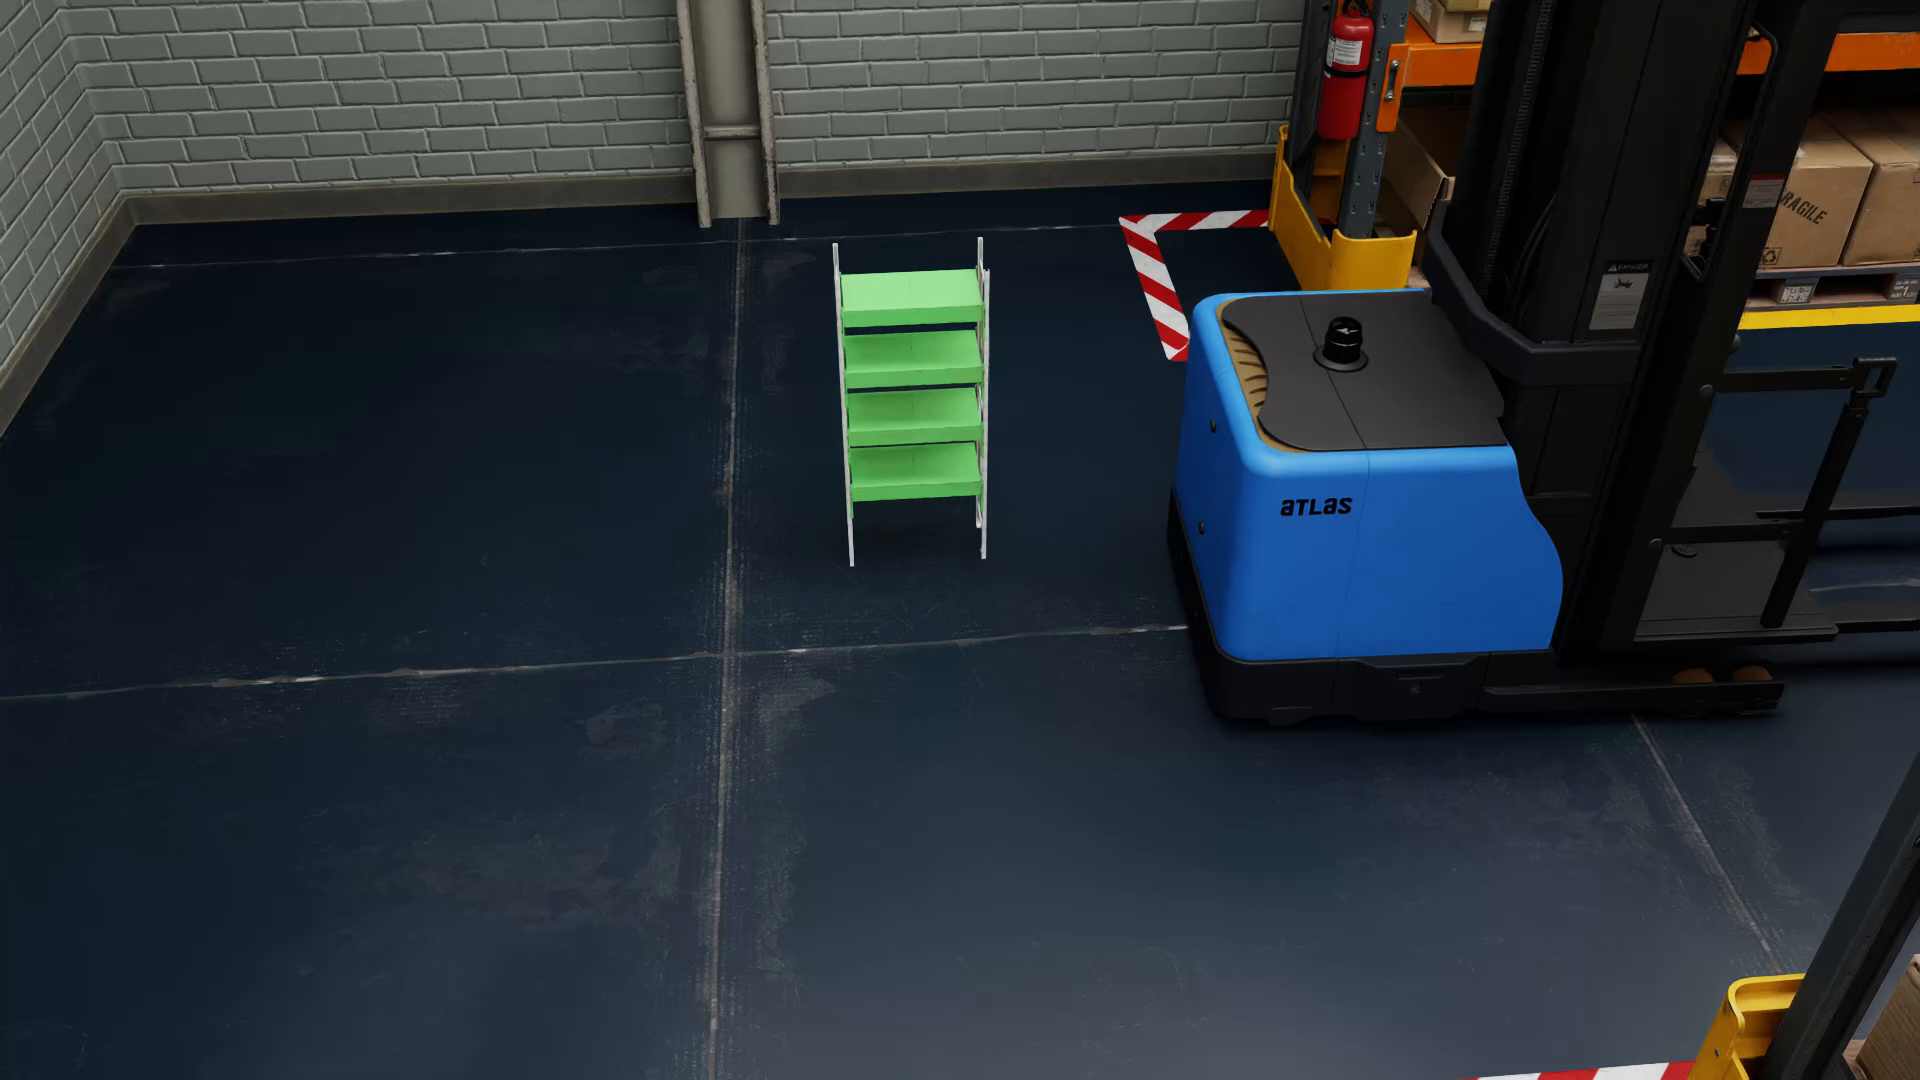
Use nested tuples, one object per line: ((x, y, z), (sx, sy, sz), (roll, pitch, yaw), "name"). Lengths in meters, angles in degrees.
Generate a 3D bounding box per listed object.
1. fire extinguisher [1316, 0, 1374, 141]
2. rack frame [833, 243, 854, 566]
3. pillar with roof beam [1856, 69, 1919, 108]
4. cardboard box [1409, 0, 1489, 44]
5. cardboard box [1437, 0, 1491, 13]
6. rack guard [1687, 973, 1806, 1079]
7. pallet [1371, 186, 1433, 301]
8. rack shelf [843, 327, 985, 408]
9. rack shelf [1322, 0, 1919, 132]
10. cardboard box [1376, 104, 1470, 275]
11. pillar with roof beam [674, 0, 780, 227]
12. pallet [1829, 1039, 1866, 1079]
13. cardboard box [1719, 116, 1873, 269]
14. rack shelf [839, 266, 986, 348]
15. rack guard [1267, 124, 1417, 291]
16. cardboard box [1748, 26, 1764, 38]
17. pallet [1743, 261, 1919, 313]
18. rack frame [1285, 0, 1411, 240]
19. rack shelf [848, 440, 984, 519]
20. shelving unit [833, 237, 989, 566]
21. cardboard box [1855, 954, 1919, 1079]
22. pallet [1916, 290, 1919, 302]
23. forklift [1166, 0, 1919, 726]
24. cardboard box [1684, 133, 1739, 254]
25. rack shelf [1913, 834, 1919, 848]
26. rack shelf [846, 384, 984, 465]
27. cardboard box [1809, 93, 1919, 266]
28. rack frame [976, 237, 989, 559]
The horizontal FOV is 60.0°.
((1.557, -1.947, 6.660), (0.183, 0.674, 0.296), (-3, 38, -4), "fire extinguisher")
((-0.408, -0.449, 5.850), (0.015, 1.200, 0.240), (-3, 38, -4), "rack frame")
((5.254, -2.854, 2.602), (0.400, 9.000, 9.100), (-3, 38, -4), "pillar with roof beam")
((2.014, -2.168, 6.778), (0.250, 0.149, 0.380), (-3, 38, -4), "cardboard box")
((2.138, -2.334, 6.667), (0.500, 0.250, 0.500), (-3, 38, -4), "cardboard box")
((2.082, 1.628, 3.784), (0.348, 0.500, 1.175), (-3, 38, -4), "rack guard")
((2.532, -1.371, 7.817), (1.213, 0.211, 1.003), (-3, 38, -4), "pallet")
((-0.165, -0.600, 5.758), (0.480, 0.148, 0.258), (-3, 38, -4), "rack shelf")
((3.654, -2.245, 7.254), (4.000, 0.370, 1.077), (-3, 38, -4), "rack shelf")
((2.280, -1.577, 7.504), (0.637, 0.503, 0.797), (-5, 39, -6), "cardboard box")
((-0.722, -2.525, 2.185), (0.400, 9.000, 9.100), (-3, 38, -4), "pillar with roof beam")
((2.895, 1.648, 3.992), (1.213, 0.211, 1.003), (-3, 38, -4), "pallet")
((3.670, -1.566, 7.492), (0.500, 0.500, 0.500), (-2, 38, -3), "cardboard box")
((-0.165, -0.789, 5.609), (0.480, 0.148, 0.258), (-3, 38, -4), "rack shelf")
((1.738, -1.440, 7.672), (0.348, 0.500, 1.175), (-3, 38, -4), "rack guard")
((3.302, -2.208, 6.829), (0.250, 0.149, 0.380), (-4, 38, -5), "cardboard box")
((3.744, -1.436, 7.900), (1.213, 0.211, 1.003), (-3, 38, -4), "pallet")
((1.662, -2.417, 6.892), (0.127, 3.000, 1.000), (-3, 38, -4), "rack frame")
((-0.165, -0.223, 6.055), (0.480, 0.148, 0.258), (-3, 38, -4), "rack shelf")
((-0.165, -0.462, 5.867), (0.503, 1.200, 0.258), (-3, 38, -4), "shelving unit")
((2.754, 1.388, 3.799), (0.875, 0.438, 0.875), (-4, 38, -6), "cardboard box")
((4.962, -1.505, 7.987), (1.213, 0.211, 1.003), (-3, 38, -4), "pallet")
((2.300, -0.891, 5.014), (3.031, 2.935, 1.130), (-2, 38, -3), "forklift")
((3.135, -1.599, 7.534), (0.500, 0.500, 0.700), (-2, 38, -2), "cardboard box")
((4.098, 0.818, 3.373), (4.000, 0.370, 1.077), (-3, 38, -4), "rack shelf")
((-0.165, -0.412, 5.906), (0.480, 0.148, 0.258), (-3, 38, -4), "rack shelf")
((4.169, -1.656, 7.606), (0.500, 0.500, 0.700), (-5, 38, -6), "cardboard box")
((0.078, -0.475, 5.884), (0.015, 1.200, 0.240), (-3, 38, -4), "rack frame")
